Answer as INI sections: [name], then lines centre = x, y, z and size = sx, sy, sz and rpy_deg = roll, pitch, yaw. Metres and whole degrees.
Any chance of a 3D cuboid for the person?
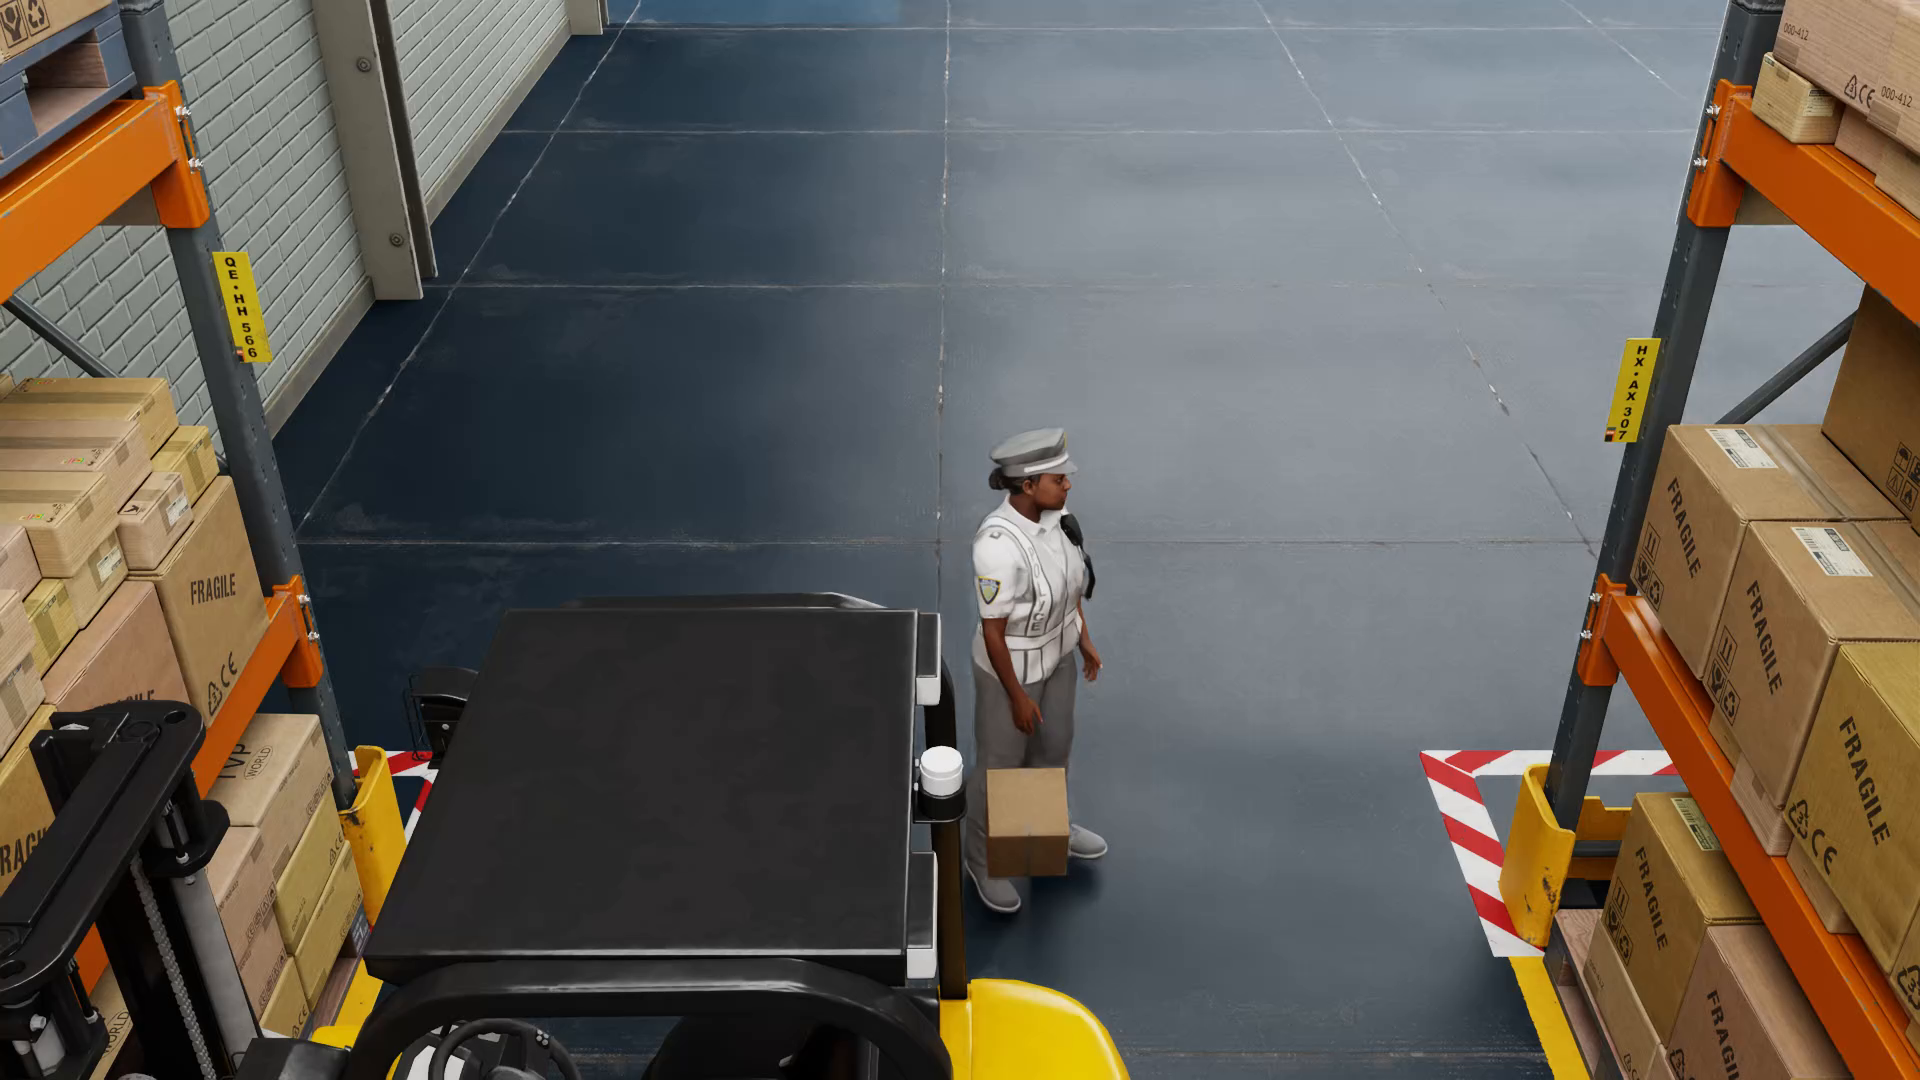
[person]
centre = 0.275, 0.384, 5.465
size = 0.433, 1.671, 0.526
rpy_deg = 7, 32, 11
